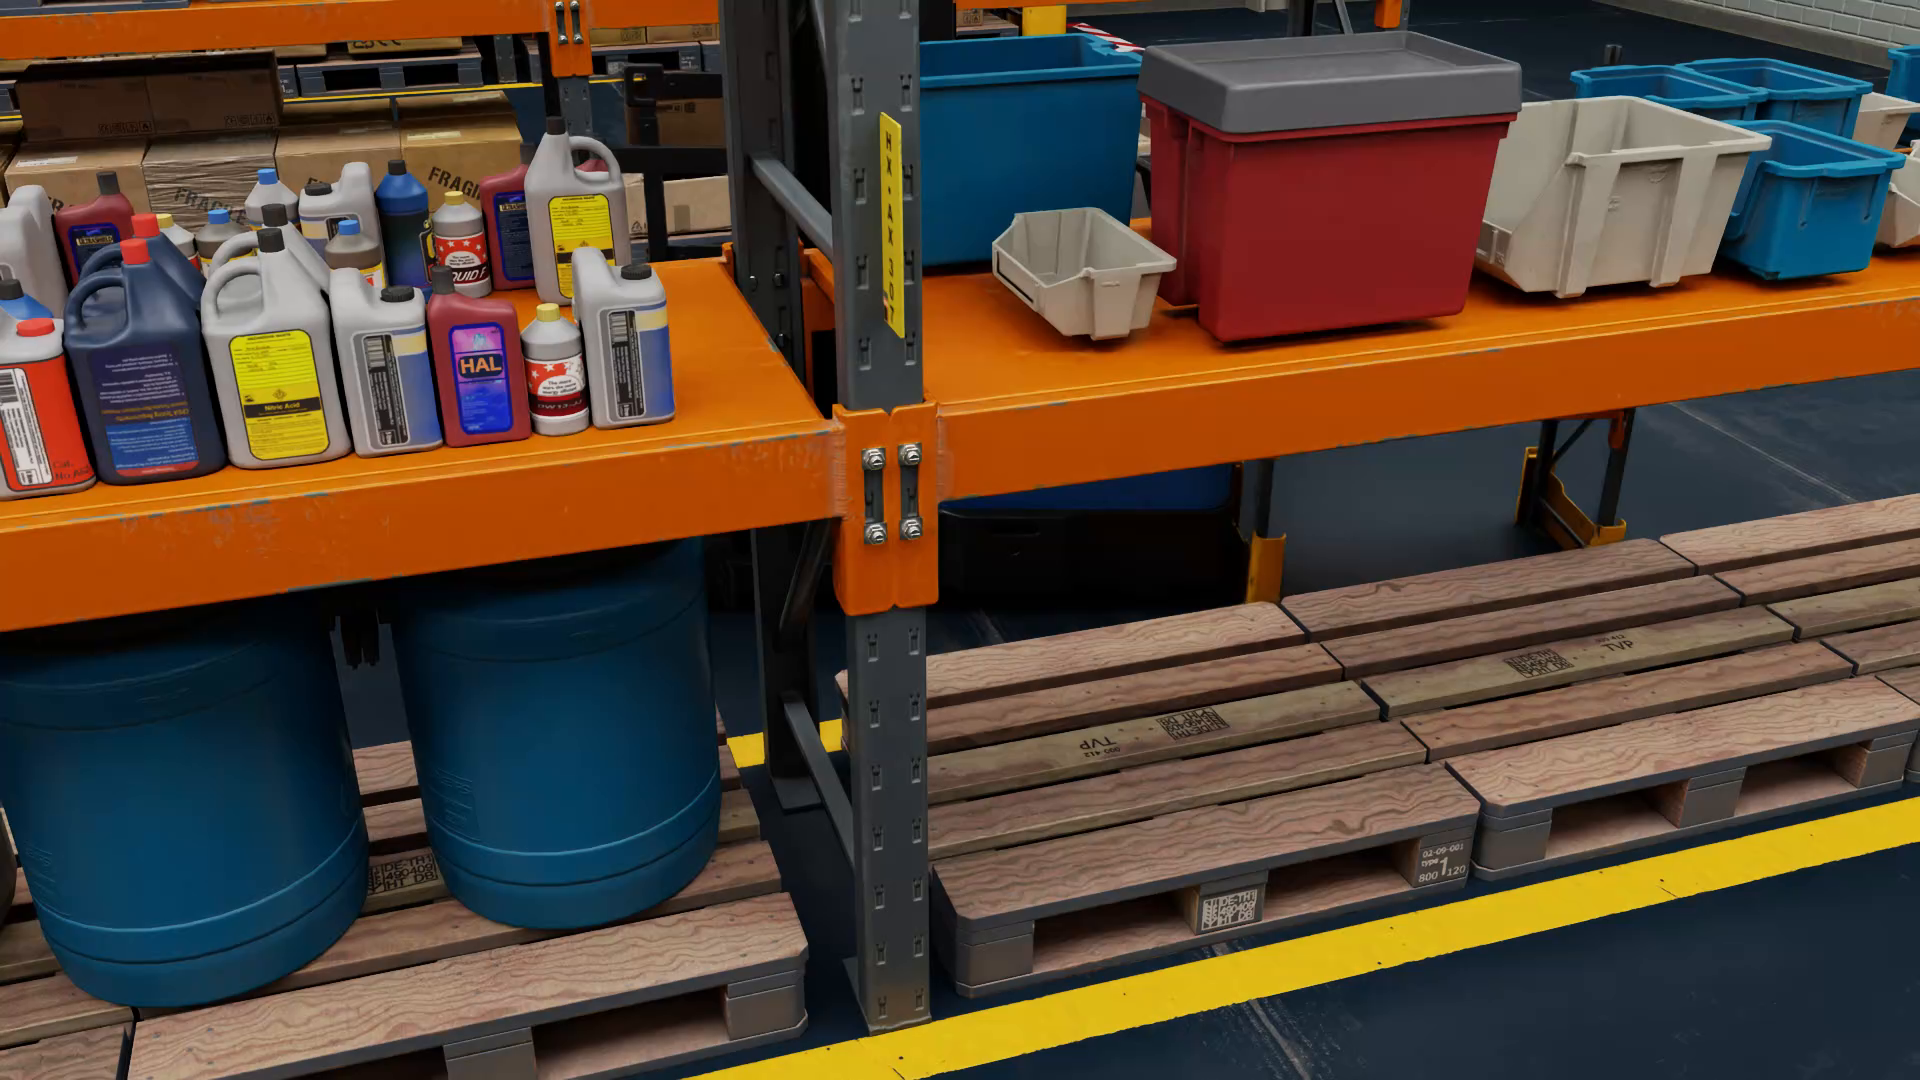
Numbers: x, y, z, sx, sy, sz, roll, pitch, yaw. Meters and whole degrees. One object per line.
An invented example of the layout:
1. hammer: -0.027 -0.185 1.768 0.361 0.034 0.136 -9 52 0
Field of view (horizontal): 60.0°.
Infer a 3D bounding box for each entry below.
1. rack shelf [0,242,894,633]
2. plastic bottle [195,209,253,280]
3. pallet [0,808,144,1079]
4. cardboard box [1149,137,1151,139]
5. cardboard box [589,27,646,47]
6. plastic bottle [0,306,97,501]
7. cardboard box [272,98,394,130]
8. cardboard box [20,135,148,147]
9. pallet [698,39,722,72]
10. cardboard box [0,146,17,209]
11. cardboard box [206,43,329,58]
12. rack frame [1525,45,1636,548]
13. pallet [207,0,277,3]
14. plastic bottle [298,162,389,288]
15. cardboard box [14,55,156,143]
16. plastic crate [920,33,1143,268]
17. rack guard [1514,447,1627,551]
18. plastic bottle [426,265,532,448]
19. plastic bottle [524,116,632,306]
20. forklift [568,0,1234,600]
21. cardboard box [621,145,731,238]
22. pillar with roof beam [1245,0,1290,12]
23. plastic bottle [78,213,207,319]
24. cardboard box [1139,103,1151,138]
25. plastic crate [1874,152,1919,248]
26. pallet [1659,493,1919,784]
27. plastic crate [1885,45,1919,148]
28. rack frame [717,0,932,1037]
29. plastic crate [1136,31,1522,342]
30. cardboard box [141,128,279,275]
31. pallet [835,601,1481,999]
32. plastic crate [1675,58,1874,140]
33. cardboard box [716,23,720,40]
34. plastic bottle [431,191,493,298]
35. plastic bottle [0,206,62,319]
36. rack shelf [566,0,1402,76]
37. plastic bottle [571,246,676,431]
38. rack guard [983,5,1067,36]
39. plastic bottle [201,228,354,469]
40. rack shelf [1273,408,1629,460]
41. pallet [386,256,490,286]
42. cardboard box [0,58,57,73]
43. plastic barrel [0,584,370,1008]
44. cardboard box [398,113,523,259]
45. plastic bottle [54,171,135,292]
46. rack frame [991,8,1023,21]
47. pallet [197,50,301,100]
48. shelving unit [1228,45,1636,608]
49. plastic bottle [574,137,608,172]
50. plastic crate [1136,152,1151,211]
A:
1. rack shelf: -2.173 0.014 2.658 4.000 0.370 1.077 -8 28 -16
2. plastic bottle: -1.389 -0.524 3.156 0.097 0.201 0.097 0 26 0
3. pallet: -2.180 0.923 3.153 1.213 0.211 1.003 -8 28 -16
4. cardboard box: 1.148 -1.961 8.518 0.250 0.166 0.380 -8 28 -16
5. cardboard box: -2.597 -3.901 12.073 0.500 0.500 0.700 -8 27 -15
6. plastic bottle: -1.373 -0.218 2.455 0.135 0.276 0.152 -8 28 -16
7. cardboard box: -2.841 -1.714 7.646 0.500 0.500 0.500 -8 27 -15
8. cardboard box: -3.799 -1.579 7.375 0.500 0.500 0.500 -9 28 -18
9. pallet: -1.430 -3.765 12.596 1.213 0.211 1.003 -8 28 -16
10. cardboard box: -4.109 -1.289 6.789 0.500 0.500 0.500 -9 28 -17
11. cardboard box: -4.761 -3.730 11.335 0.750 0.750 0.750 -7 27 -15
12. rack frame: 1.855 -0.614 4.801 0.032 1.500 0.500 -2 26 -4
13. pallet: -2.595 -2.529 7.187 1.213 0.211 1.003 -8 28 -16
14. plastic bottle: -1.177 -0.575 3.175 0.135 0.276 0.152 -8 28 -16
15. cardboard box: -3.765 -1.922 7.220 0.500 0.250 0.500 -9 28 -17
16. plastic crate: 0.067 -0.812 3.463 0.575 0.384 0.392 -8 28 -16
17. rack guard: 1.854 -0.055 5.079 0.087 0.250 0.587 -2 26 -4
18. plastic bottle: -0.752 -0.290 2.591 0.133 0.283 0.061 -8 28 -16
19. plastic bottle: -0.745 -0.645 3.231 0.185 0.351 0.144 -8 28 -16
20. forklift: -0.722 -1.351 4.675 3.031 2.935 1.130 0 26 0
21. cardboard box: -1.336 -1.638 7.705 0.500 0.311 0.500 -8 28 -16
22. pillar with roof beam: 4.097 -6.928 9.085 0.400 9.000 9.100 -8 28 -16
23. plastic bottle: -1.264 -0.332 2.602 0.185 0.351 0.144 -8 28 -16
24. cardboard box: 0.921 -2.171 8.848 0.500 0.250 0.500 -8 28 -16
25. plastic crate: 2.000 -0.724 3.563 0.250 0.136 0.298 -8 28 -16
26. pallet: 2.736 0.211 4.587 1.213 0.211 1.003 -8 28 -16
27. plastic crate: 2.569 -1.101 4.216 0.300 0.233 0.416 -8 28 -16
28. rack frame: -0.271 -0.584 3.053 0.127 3.000 1.000 -8 28 -16
29. plastic crate: 0.655 -0.656 3.059 0.583 0.464 0.402 -8 28 -16
30. cardboard box: -3.132 -1.434 7.081 0.500 0.500 0.500 -8 27 -15
31. pallet: 0.416 0.547 3.910 1.213 0.211 1.003 -8 28 -16
32. plastic crate: 1.943 -1.011 4.033 0.300 0.233 0.416 -8 28 -16
33. cardboard box: -1.629 -4.038 12.350 0.500 0.500 0.700 -8 27 -15
34. plastic bottle: -0.983 -0.583 3.274 0.097 0.201 0.097 0 26 0
35. plastic bottle: -1.663 -0.434 2.890 0.135 0.276 0.152 -8 28 -16
36. rack shelf: 0.100 -2.632 7.987 4.000 0.370 1.077 -8 28 -16
37. plastic bottle: -0.546 -0.337 2.696 0.135 0.276 0.152 -8 28 -16
38. rack guard: 0.487 -4.207 13.162 0.348 0.500 1.175 -8 28 -16
39. plastic bottle: -1.044 -0.297 2.530 0.185 0.351 0.144 -8 28 -16
40. rack shelf: 1.349 -0.436 4.846 1.000 0.185 0.538 -2 26 -4
41. pallet: -2.563 -1.302 7.635 1.213 0.211 1.003 -8 28 -16
42. cardboard box: -6.403 -3.493 10.858 0.750 0.750 0.750 -9 28 -17
43. plastic barrel: -1.467 0.333 3.093 0.708 0.901 0.600 -8 28 -16
44. cardboard box: -2.182 -1.567 7.350 0.500 0.500 0.500 -8 28 -16
45. plastic bottle: -1.597 -0.539 3.094 0.133 0.283 0.061 -8 28 -16
46. rack frame: 0.464 -5.324 12.600 0.127 3.000 1.000 -8 28 -16
47. pallet: -5.212 -3.216 11.491 1.213 0.211 1.003 -8 28 -16
48. shelving unit: 1.358 -0.597 4.766 1.083 1.500 0.587 -2 26 -4
49. plastic bottle: -0.752 -0.662 3.340 0.133 0.283 0.061 -8 28 -16
50. plastic crate: 0.710 -0.755 3.640 0.590 0.125 0.437 -8 28 -16
